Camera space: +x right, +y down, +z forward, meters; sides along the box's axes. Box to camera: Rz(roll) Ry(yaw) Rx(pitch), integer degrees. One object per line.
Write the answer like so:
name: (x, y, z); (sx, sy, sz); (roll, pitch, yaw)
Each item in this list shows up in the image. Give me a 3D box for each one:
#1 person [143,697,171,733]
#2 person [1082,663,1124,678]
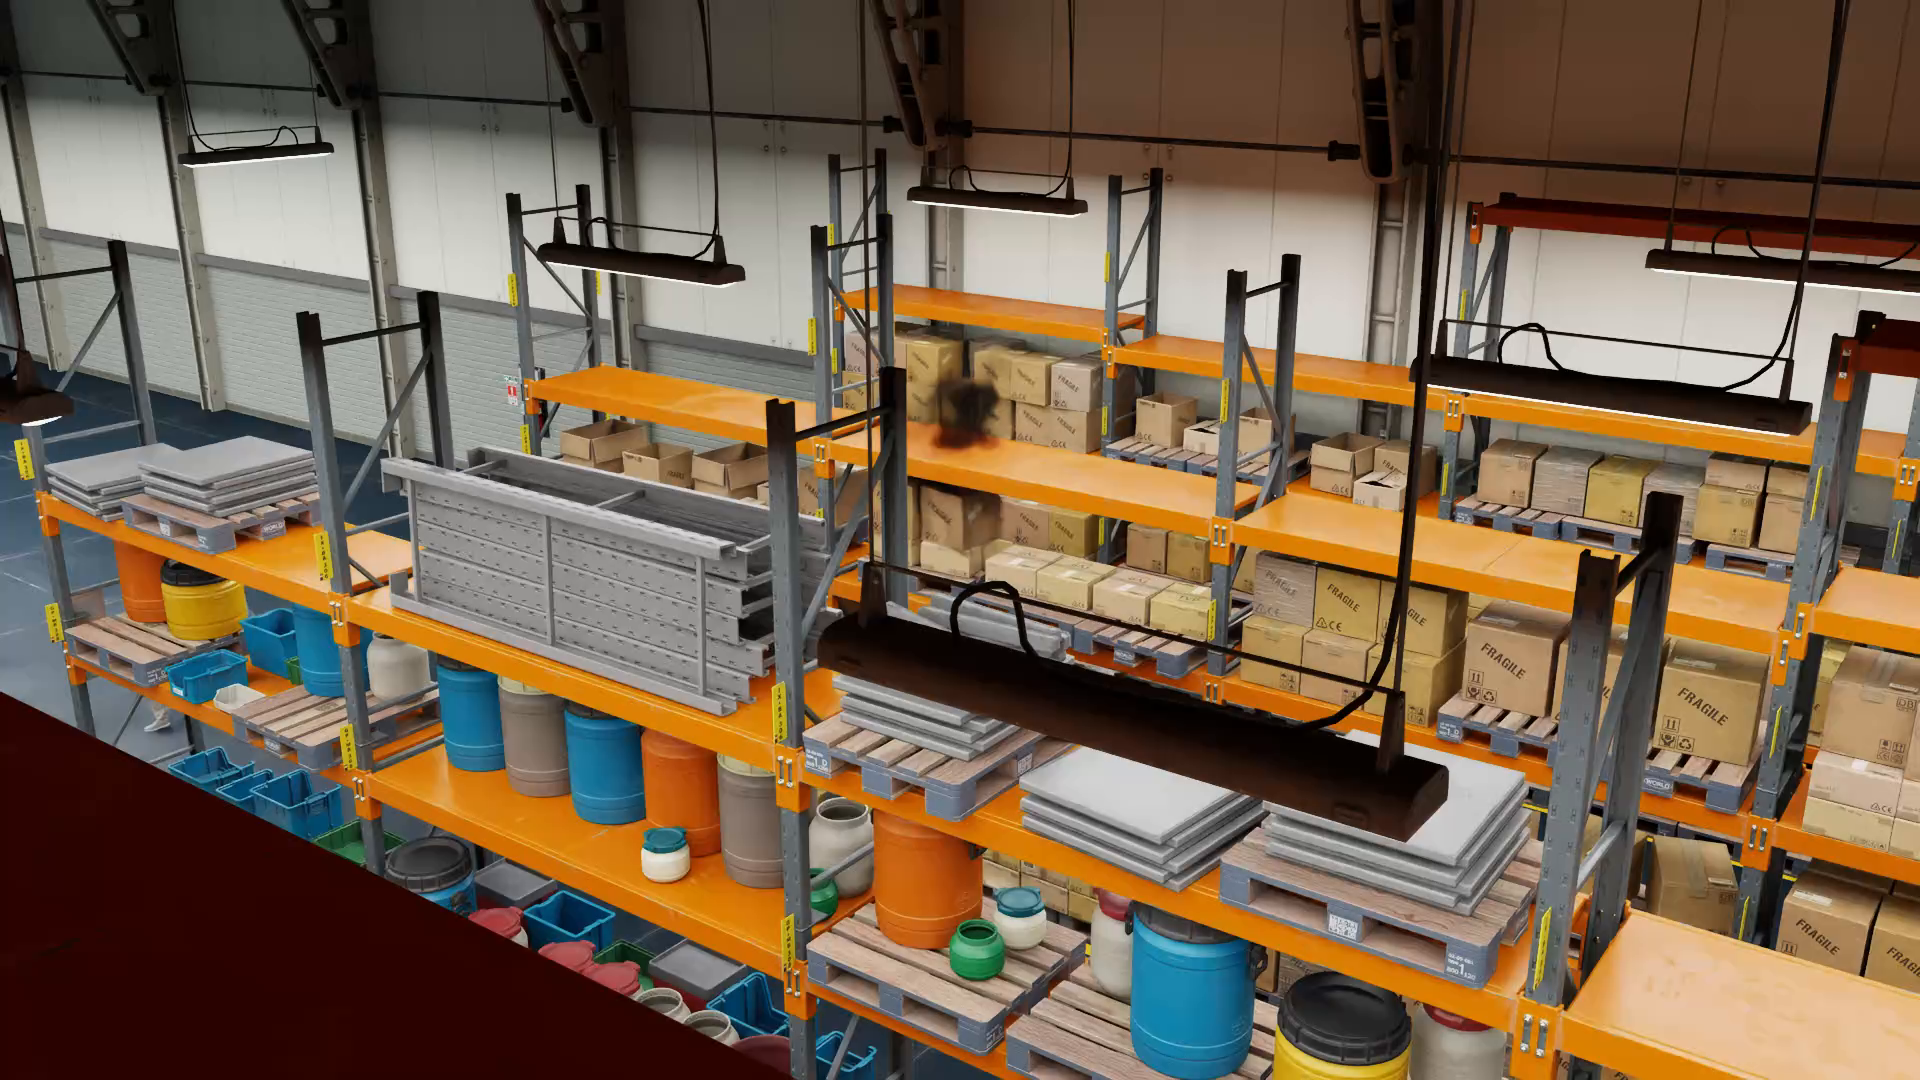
person: (-8.906, 1.311, 18.601); (0.656, 1.674, 0.627); (-10, 21, -28)
person: (1.408, 1.718, 17.203); (0.599, 1.733, 0.687); (9, 20, 24)
